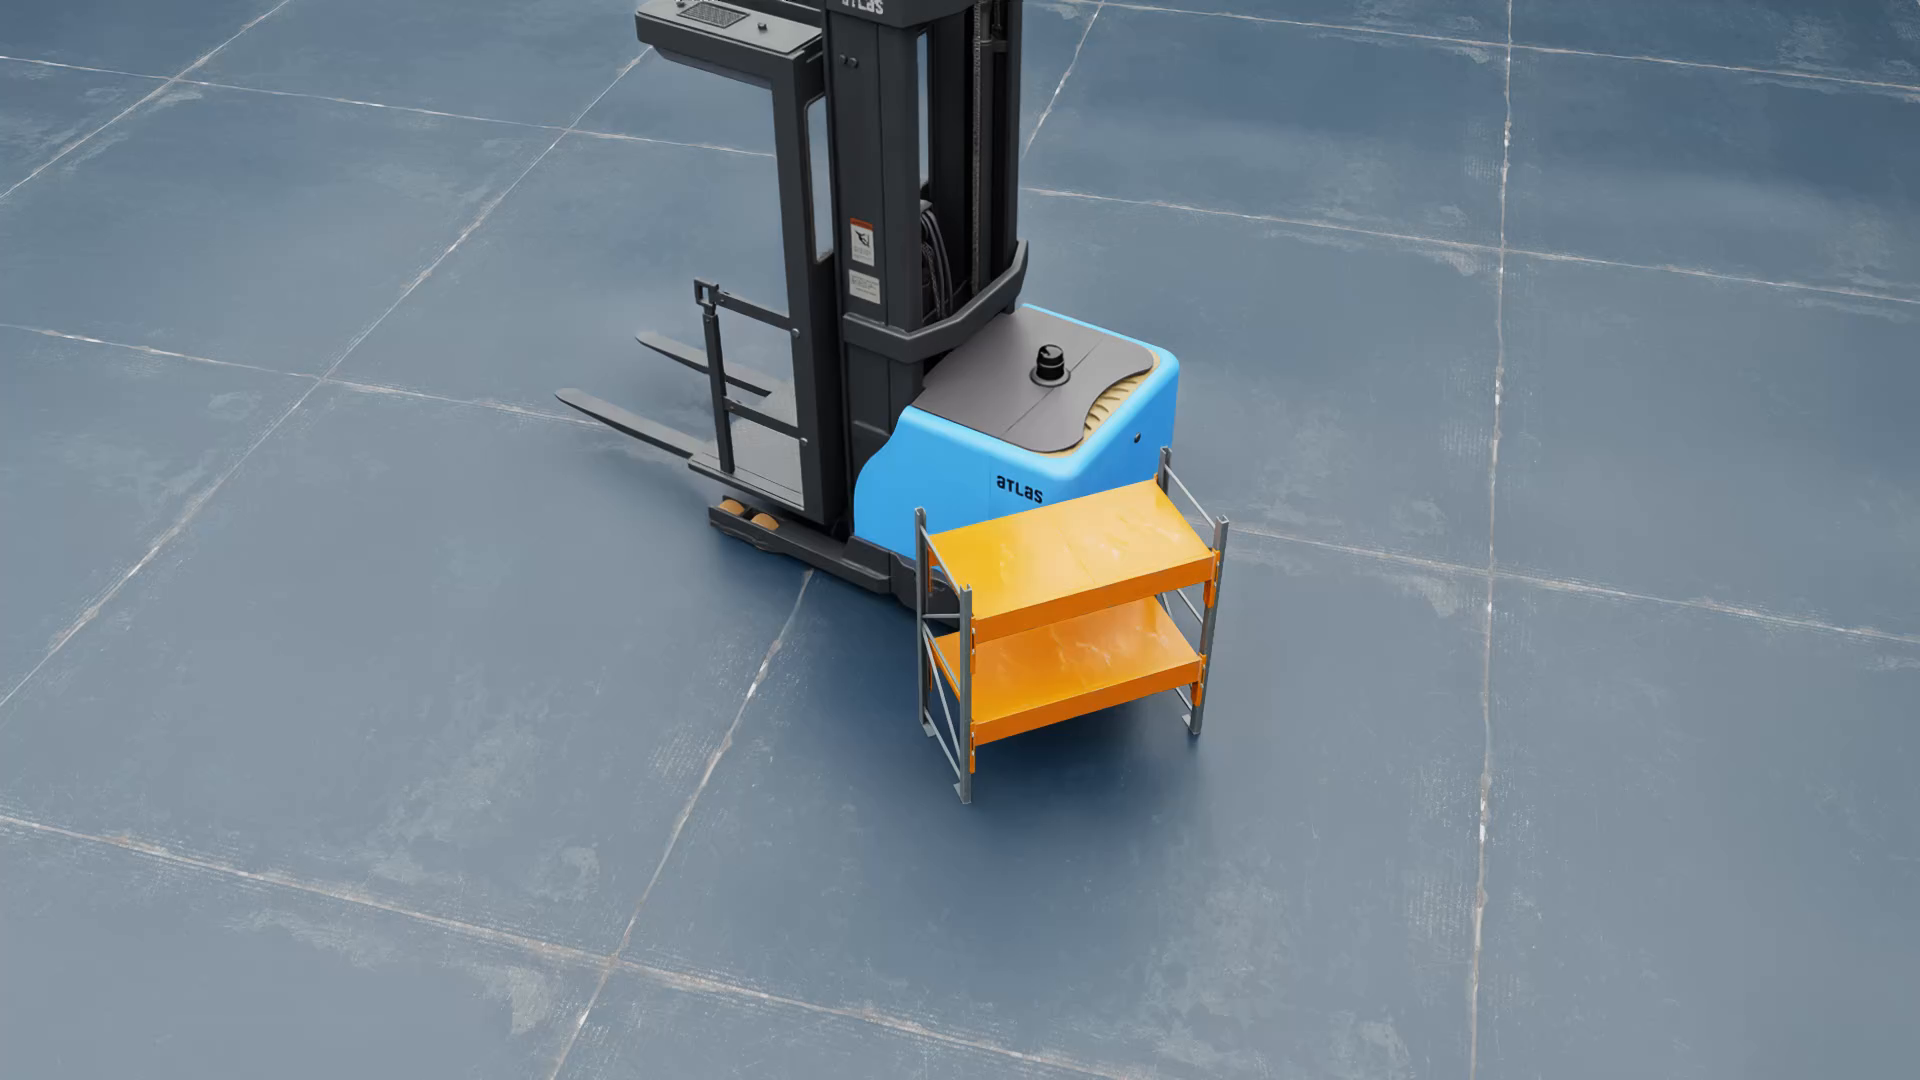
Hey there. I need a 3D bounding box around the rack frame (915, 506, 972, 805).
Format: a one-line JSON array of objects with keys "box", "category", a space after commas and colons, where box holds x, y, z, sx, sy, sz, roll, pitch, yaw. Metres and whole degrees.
[{"box": [-0.063, 0.459, 6.354, 0.032, 1.125, 0.500, -14, 42, -16], "category": "rack frame"}]

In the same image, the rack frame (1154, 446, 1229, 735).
[{"box": [0.882, 0.217, 6.641, 0.032, 1.125, 0.500, -14, 42, -16], "category": "rack frame"}]

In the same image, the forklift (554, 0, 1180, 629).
[{"box": [-0.571, -1.340, 7.091, 3.031, 2.935, 1.130, 22, 45, 24], "category": "forklift"}]

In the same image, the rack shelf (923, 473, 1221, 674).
[{"box": [0.410, 0.114, 6.309, 1.000, 0.278, 0.538, -14, 42, -16], "category": "rack shelf"}]

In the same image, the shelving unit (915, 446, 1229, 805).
[{"box": [0.410, 0.338, 6.497, 1.048, 1.125, 0.538, -14, 42, -16], "category": "shelving unit"}]

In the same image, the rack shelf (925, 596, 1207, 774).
[{"box": [0.410, 0.525, 6.655, 1.000, 0.278, 0.538, -14, 42, -16], "category": "rack shelf"}]
